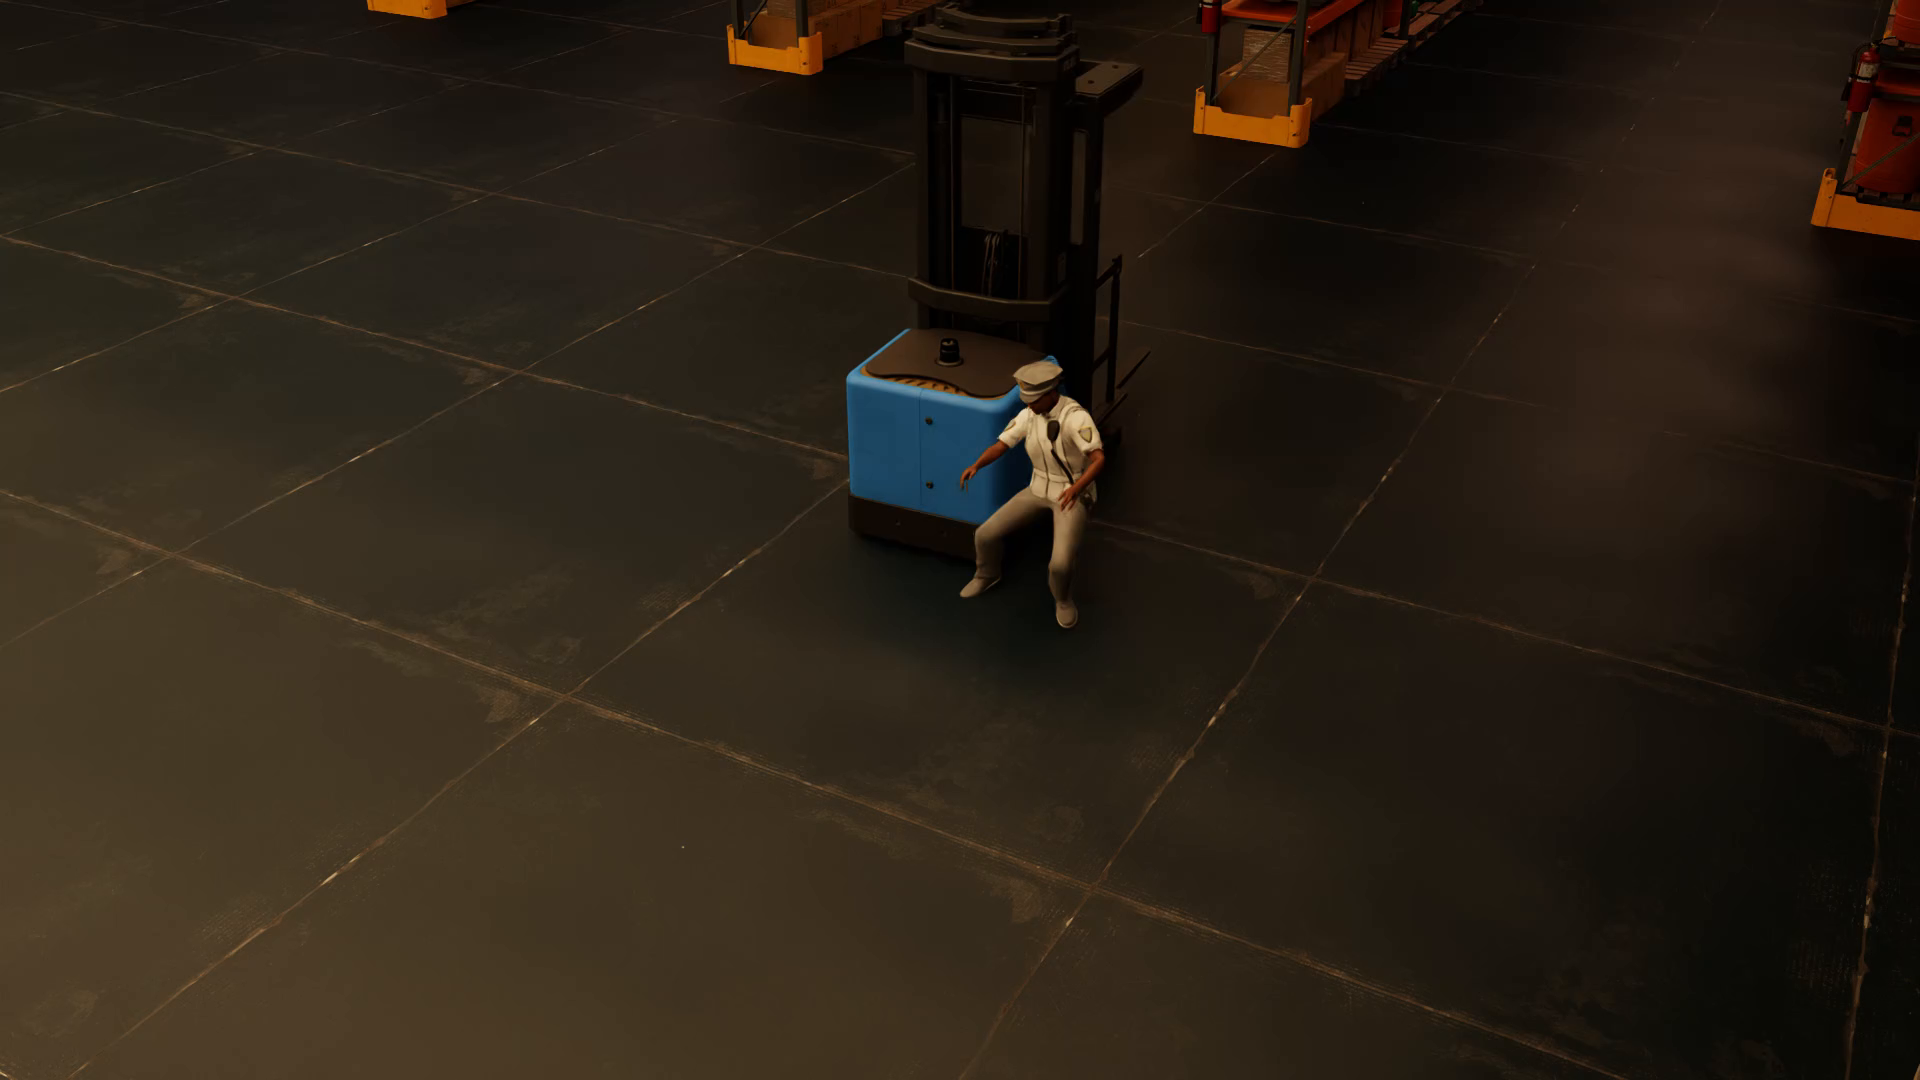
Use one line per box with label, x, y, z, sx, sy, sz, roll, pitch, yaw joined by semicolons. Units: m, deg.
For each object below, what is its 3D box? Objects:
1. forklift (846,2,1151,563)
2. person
forklift;0.418;-1.846;10.270;1.130;2.935;3.031;13;33;22
person;0.376;-0.202;8.934;0.744;1.476;0.880;-26;39;-37
